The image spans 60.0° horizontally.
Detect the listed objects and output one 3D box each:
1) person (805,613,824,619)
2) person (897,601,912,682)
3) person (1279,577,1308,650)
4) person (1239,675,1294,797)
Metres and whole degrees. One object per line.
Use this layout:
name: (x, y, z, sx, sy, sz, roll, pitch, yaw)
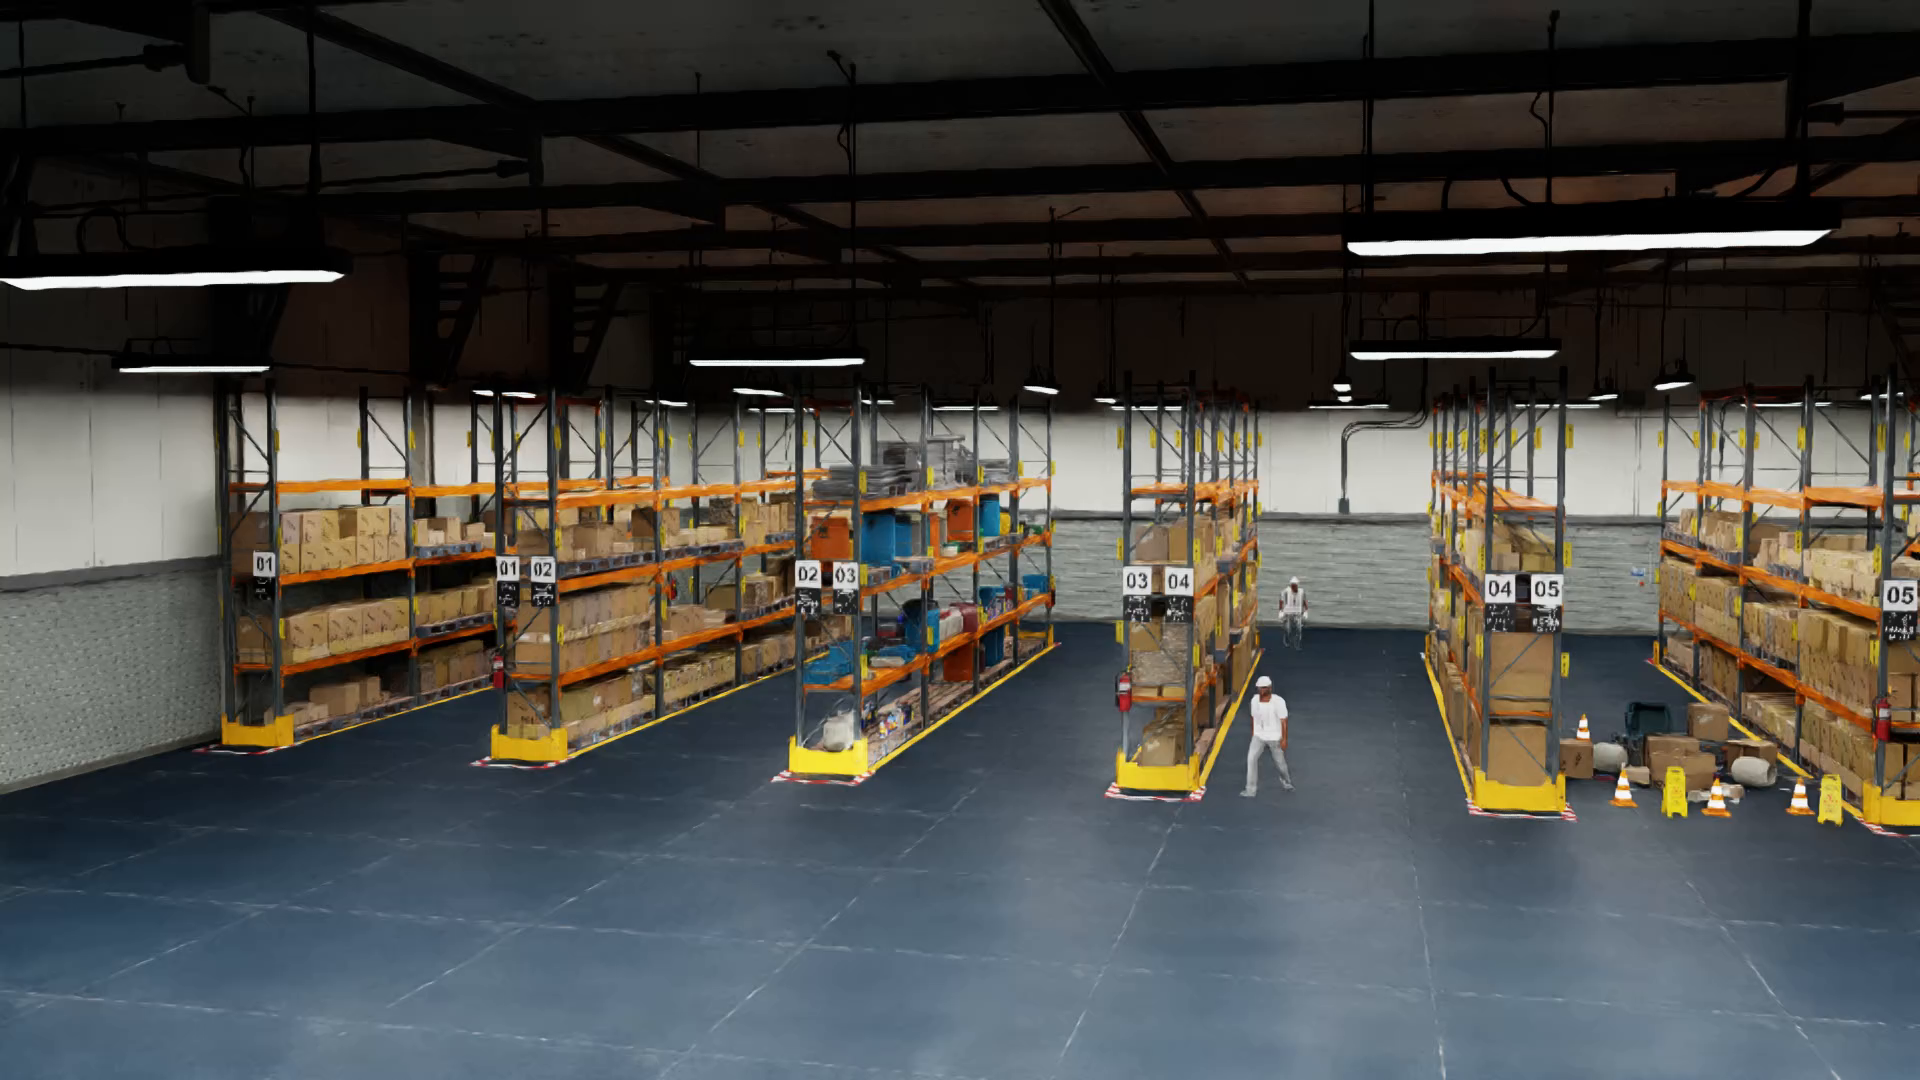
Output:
person: (-4.132, 1.394, 46.390, 0.651, 1.671, 0.451, -2, 4, -33)
person: (-1.130, 2.093, 34.585, 0.549, 1.642, 0.574, 3, 5, 43)
person: (7.985, 1.741, 39.855, 0.700, 1.750, 0.697, 0, 3, 4)
person: (4.338, 2.750, 23.409, 0.617, 1.715, 0.972, 2, 4, 34)
